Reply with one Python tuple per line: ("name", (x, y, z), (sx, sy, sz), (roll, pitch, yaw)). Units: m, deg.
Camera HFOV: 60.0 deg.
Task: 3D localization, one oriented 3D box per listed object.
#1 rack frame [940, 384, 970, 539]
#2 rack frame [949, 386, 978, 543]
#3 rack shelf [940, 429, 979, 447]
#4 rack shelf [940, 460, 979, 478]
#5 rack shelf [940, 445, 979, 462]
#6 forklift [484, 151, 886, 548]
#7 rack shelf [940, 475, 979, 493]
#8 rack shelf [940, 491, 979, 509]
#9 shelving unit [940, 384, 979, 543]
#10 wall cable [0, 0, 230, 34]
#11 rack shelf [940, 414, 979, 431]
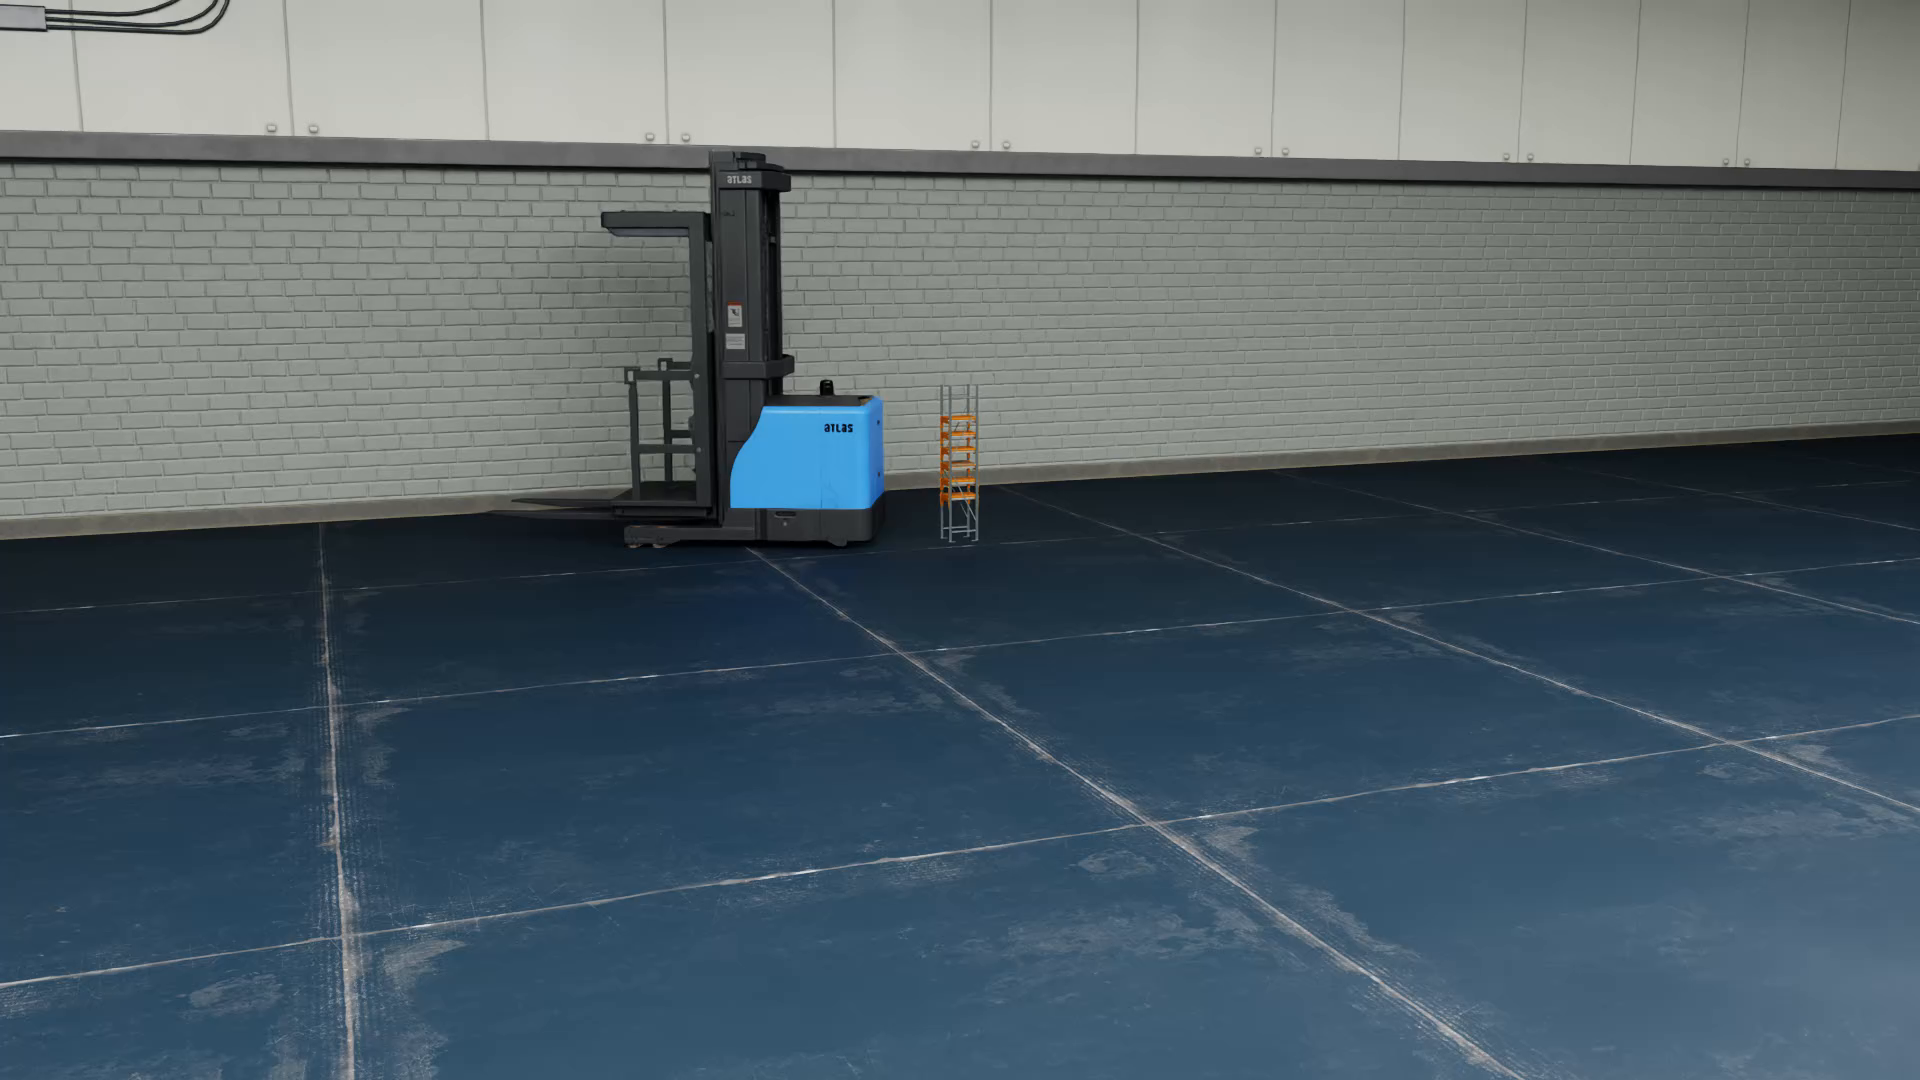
("rack frame", (-0.038, -0.608, 12.912), (0.240, 1.200, 0.006), (-4, 11, -21))
("rack frame", (0.028, -0.578, 12.744), (0.240, 1.200, 0.006), (-4, 11, -21))
("rack shelf", (-0.005, -0.786, 12.794), (0.258, 0.103, 0.180), (-4, 11, -21))
("rack shelf", (-0.005, -0.549, 12.836), (0.258, 0.103, 0.180), (-4, 11, -21))
("rack shelf", (-0.005, -0.667, 12.815), (0.258, 0.103, 0.180), (-4, 11, -21))
("forklift", (-2.140, -1.474, 12.835), (3.031, 2.935, 1.130), (1, 10, 4))
("rack shelf", (-0.005, -0.431, 12.857), (0.258, 0.103, 0.180), (-4, 11, -21))
("rack shelf", (-0.005, -0.313, 12.878), (0.258, 0.103, 0.180), (-4, 11, -21))
("shelving unit", (-0.005, -0.593, 12.828), (0.258, 1.200, 0.189), (-4, 11, -21))
("wall cable", (-6.678, -6.151, 12.091), (2.305, 6.003, 0.169), (-4, 11, -21))
("rack shelf", (-0.005, -0.904, 12.773), (0.258, 0.103, 0.180), (-4, 11, -21))
